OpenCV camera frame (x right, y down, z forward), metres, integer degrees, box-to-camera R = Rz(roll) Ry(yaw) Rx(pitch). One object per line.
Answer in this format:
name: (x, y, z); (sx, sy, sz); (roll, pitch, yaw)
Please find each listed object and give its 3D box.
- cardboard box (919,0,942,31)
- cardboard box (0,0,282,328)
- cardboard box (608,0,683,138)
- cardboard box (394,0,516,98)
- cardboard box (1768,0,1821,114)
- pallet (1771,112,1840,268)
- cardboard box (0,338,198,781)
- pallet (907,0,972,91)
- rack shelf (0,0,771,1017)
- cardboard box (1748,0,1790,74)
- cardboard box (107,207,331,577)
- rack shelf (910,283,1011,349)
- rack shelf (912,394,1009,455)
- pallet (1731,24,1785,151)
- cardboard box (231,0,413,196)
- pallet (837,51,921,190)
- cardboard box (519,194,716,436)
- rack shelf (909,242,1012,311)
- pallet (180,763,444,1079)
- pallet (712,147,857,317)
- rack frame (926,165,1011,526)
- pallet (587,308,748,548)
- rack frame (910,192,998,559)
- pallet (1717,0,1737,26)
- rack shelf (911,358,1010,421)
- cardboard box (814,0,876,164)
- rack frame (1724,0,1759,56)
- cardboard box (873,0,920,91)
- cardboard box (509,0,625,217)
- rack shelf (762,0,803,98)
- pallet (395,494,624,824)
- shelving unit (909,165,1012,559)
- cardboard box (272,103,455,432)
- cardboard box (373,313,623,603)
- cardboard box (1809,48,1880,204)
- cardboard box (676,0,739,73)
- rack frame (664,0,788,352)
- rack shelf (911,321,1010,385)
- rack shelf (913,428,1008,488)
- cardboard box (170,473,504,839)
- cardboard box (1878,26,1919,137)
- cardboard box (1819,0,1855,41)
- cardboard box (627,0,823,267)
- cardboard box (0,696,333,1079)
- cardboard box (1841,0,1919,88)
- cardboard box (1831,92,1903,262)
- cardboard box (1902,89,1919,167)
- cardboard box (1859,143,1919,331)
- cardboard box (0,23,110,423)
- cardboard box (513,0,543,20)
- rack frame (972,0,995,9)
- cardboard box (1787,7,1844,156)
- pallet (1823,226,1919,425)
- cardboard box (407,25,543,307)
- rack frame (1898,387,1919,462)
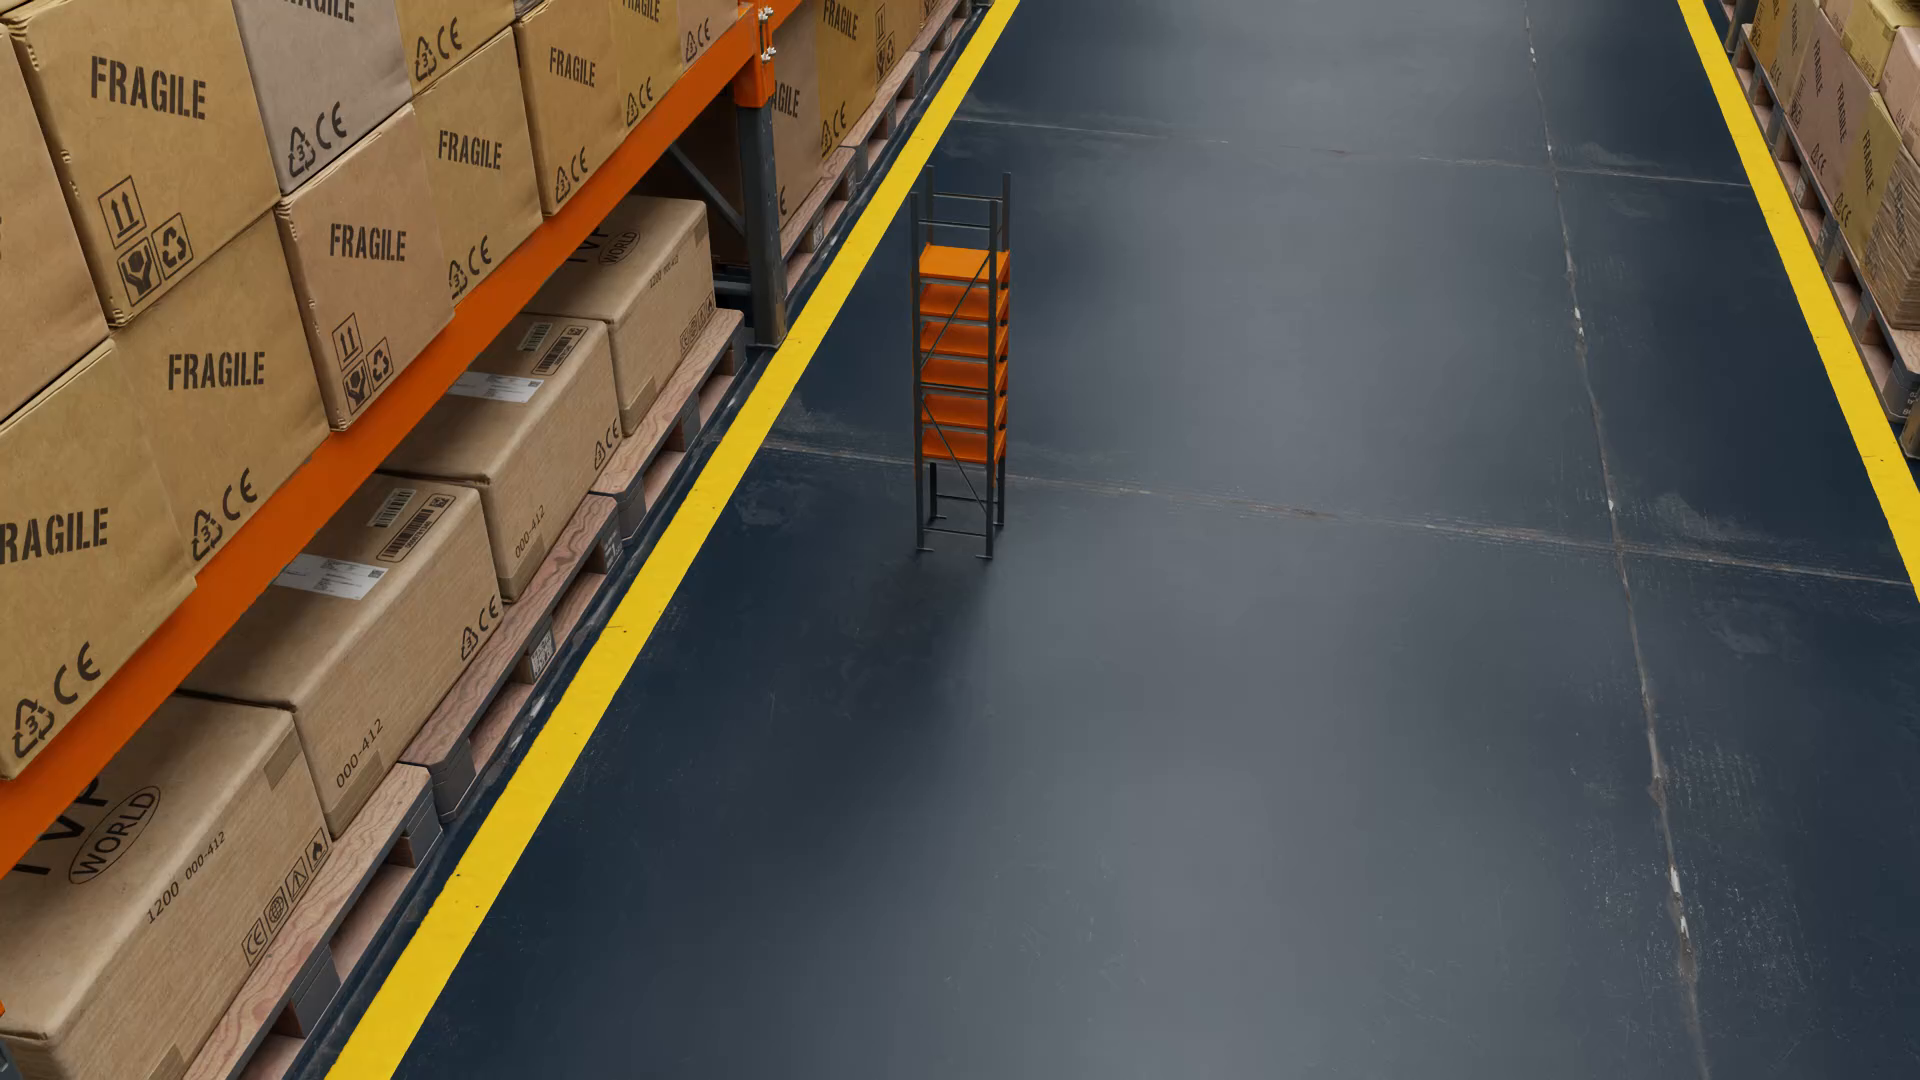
cardboard box: (-0.531, -3.236, 8.612); (0.875, 0.875, 0.875); (7, 37, 10)
cardboard box: (-1.527, -0.707, 2.733); (0.500, 0.500, 0.500); (6, 36, 9)
cardboard box: (-1.111, -1.466, 4.631); (0.500, 0.500, 0.500); (6, 36, 9)
cardboard box: (-1.319, -1.290, 3.536); (0.500, 0.500, 0.500); (7, 37, 10)
cardboard box: (4.050, -2.245, 7.564); (0.500, 0.500, 0.500); (8, 37, 11)
pallet: (4.123, -1.475, 7.106); (1.003, 0.211, 1.213); (7, 37, 10)
cardboard box: (-1.629, -0.005, 2.616); (0.500, 0.500, 0.500); (7, 37, 10)
pallet: (-0.545, -2.740, 8.851); (1.003, 0.211, 1.213); (7, 37, 10)
rack shelf: (-1.584, -0.581, 4.108); (1.077, 0.370, 4.000); (7, 37, 10)
cardboard box: (4.154, -2.534, 7.962); (0.500, 0.500, 0.500); (6, 36, 8)
cardboard box: (-1.548, -0.299, 3.021); (0.500, 0.500, 0.500); (7, 36, 9)
rack shelf: (0.003, -0.652, 4.795); (0.258, 0.103, 0.180); (7, 37, 10)
rack shelf: (0.003, -0.361, 5.006); (0.258, 0.103, 0.180); (7, 37, 10)
pallet: (4.386, -2.173, 8.068); (1.003, 0.211, 1.213); (7, 37, 10)
cardboard box: (-1.425, -1.004, 3.141); (0.500, 0.500, 0.500); (7, 37, 10)
pallet: (-0.808, -2.043, 7.889); (1.003, 0.211, 1.213); (7, 37, 10)
cardboard box: (-1.396, -0.805, 5.630); (0.875, 0.438, 0.875); (7, 36, 9)
rack shelf: (0.003, -0.750, 4.724); (0.258, 0.103, 0.180); (7, 37, 10)
pallet: (-1.917, 0.935, 3.780); (1.003, 0.211, 1.213); (7, 37, 10)
pallet: (-1.066, -1.342, 6.921); (1.003, 0.211, 1.213); (7, 37, 10)
rack frame: (0.023, -0.547, 4.982); (0.240, 1.200, 0.006); (7, 37, 10)
pallet: (-1.396, -0.464, 5.710); (1.003, 0.211, 1.213); (7, 37, 10)
rack frame: (-0.016, -0.442, 4.837); (0.240, 1.200, 0.006); (7, 37, 10)
pallet: (4.797, -3.063, 9.296); (1.003, 0.211, 1.213); (7, 37, 10)
rack shelf: (0.003, -0.458, 4.935); (0.258, 0.103, 0.180); (7, 37, 10)
cardboard box: (-0.918, -2.213, 7.200); (0.875, 0.875, 0.875); (8, 37, 11)
rack frame: (4.555, -3.749, 7.867); (1.000, 3.000, 0.127); (7, 37, 10)
cardboard box: (-0.726, -2.725, 7.907); (0.875, 0.875, 0.875); (8, 37, 11)
cardboard box: (-1.204, -1.176, 4.231); (0.500, 0.500, 0.500); (7, 36, 9)
rack shelf: (-0.730, -2.874, 7.273); (1.077, 0.370, 4.000); (7, 37, 10)
pallet: (-1.654, 0.238, 4.742); (1.003, 0.211, 1.213); (7, 37, 10)
shelving unit: (0.003, -0.494, 4.909); (0.258, 1.200, 0.189); (7, 37, 10)
cardboard box: (-1.421, -0.588, 3.420); (0.500, 0.500, 0.500); (7, 37, 10)
cardboard box: (-1.587, -0.292, 4.922); (0.875, 0.438, 0.875); (6, 36, 9)
cardboard box: (3.836, -1.658, 6.753); (0.500, 0.500, 0.500); (7, 36, 9)
cardboard box: (-1.007, -1.761, 5.039); (0.500, 0.500, 0.500); (8, 37, 10)
rack frame: (-1.157, -2.019, 5.479); (1.000, 3.000, 0.127); (7, 37, 10)
rack shelf: (0.003, -0.555, 4.865); (0.258, 0.103, 0.180); (7, 37, 10)
rack shelf: (0.003, -0.264, 5.076); (0.258, 0.103, 0.180); (7, 37, 10)
cardboard box: (-1.781, 0.225, 4.209); (0.875, 0.438, 0.875); (8, 37, 11)
cardboard box: (3.735, -1.669, 6.131); (0.500, 0.250, 0.500); (9, 37, 12)
cardboard box: (3.944, -2.273, 6.964); (0.500, 0.250, 0.500); (8, 37, 10)
cardboard box: (-1.103, -1.694, 6.484); (0.875, 0.875, 0.875); (8, 37, 11)
cardboard box: (-1.968, 0.751, 3.483); (0.875, 0.438, 0.875); (6, 36, 8)
cardboard box: (3.834, -1.974, 6.551); (0.500, 0.250, 0.500); (6, 36, 8)
cardboard box: (3.722, -1.364, 6.348); (0.500, 0.500, 0.500); (6, 36, 9)
cardboard box: (3.612, -1.377, 5.726); (0.500, 0.250, 0.500); (6, 36, 9)
cardboard box: (3.612, -1.070, 5.943); (0.500, 0.500, 0.500); (7, 36, 9)
cardboard box: (-1.631, -0.410, 2.323); (0.500, 0.500, 0.500); (7, 36, 9)
cardboard box: (-1.204, -1.576, 3.931); (0.500, 0.500, 0.500); (8, 37, 11)
rack frame: (-0.303, -4.312, 8.643); (1.000, 3.000, 0.127); (7, 37, 10)
cardboard box: (3.945, -1.950, 7.157); (0.500, 0.500, 0.500); (6, 36, 9)
pallet: (3.865, -0.774, 6.138); (1.003, 0.211, 1.213); (7, 37, 10)
cardboard box: (-1.331, -0.877, 3.819); (0.500, 0.500, 0.500); (8, 37, 12)
rack frame: (3.700, -1.456, 4.703); (1.000, 3.000, 0.127); (7, 37, 10)
